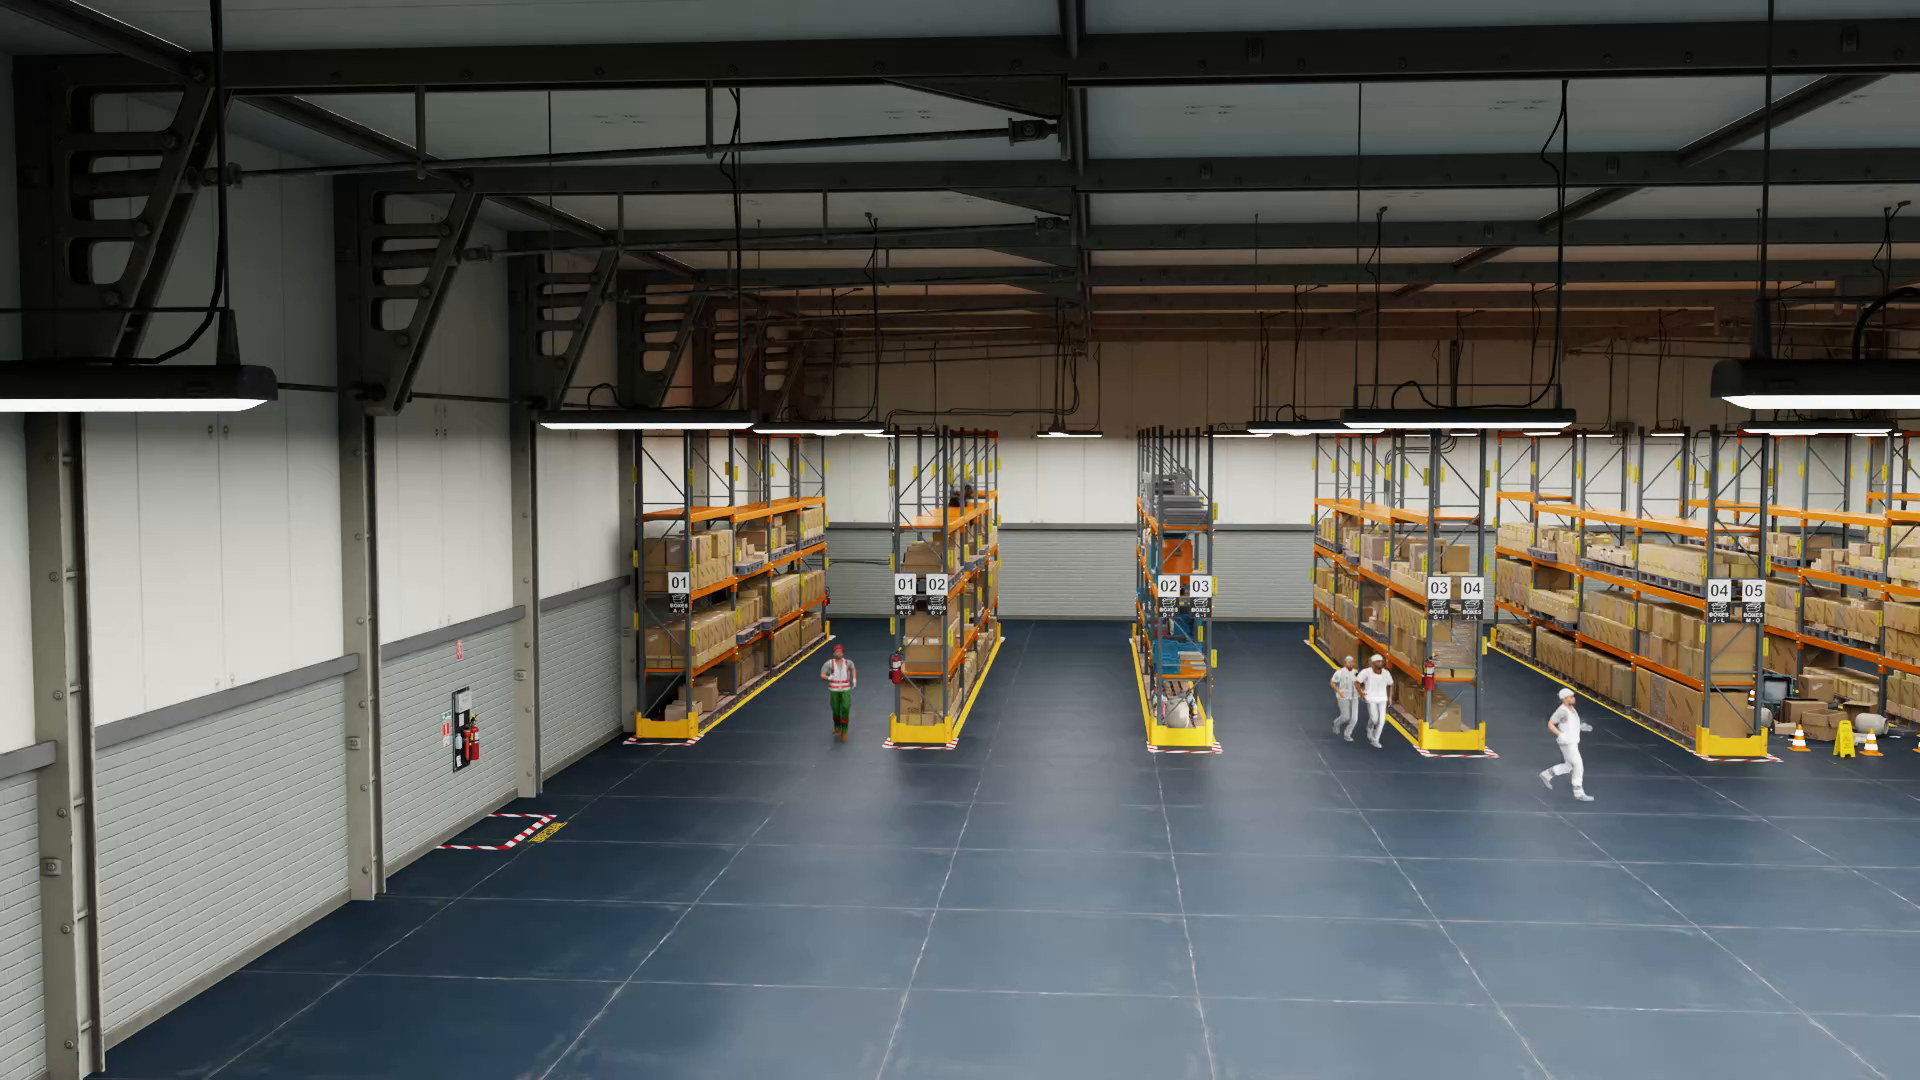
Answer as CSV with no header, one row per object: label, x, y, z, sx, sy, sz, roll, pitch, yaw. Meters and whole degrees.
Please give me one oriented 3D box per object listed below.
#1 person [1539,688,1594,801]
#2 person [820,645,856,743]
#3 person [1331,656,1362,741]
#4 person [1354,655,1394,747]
person,9.664,3.244,26.491,0.914,1.765,0.670,3,4,37
person,-2.325,2.915,31.841,0.695,1.819,0.847,-1,3,-11
person,7.395,3.012,31.690,0.633,1.612,0.531,-1,4,-18
person,7.779,3.000,31.064,0.731,1.728,0.529,0,3,-4
